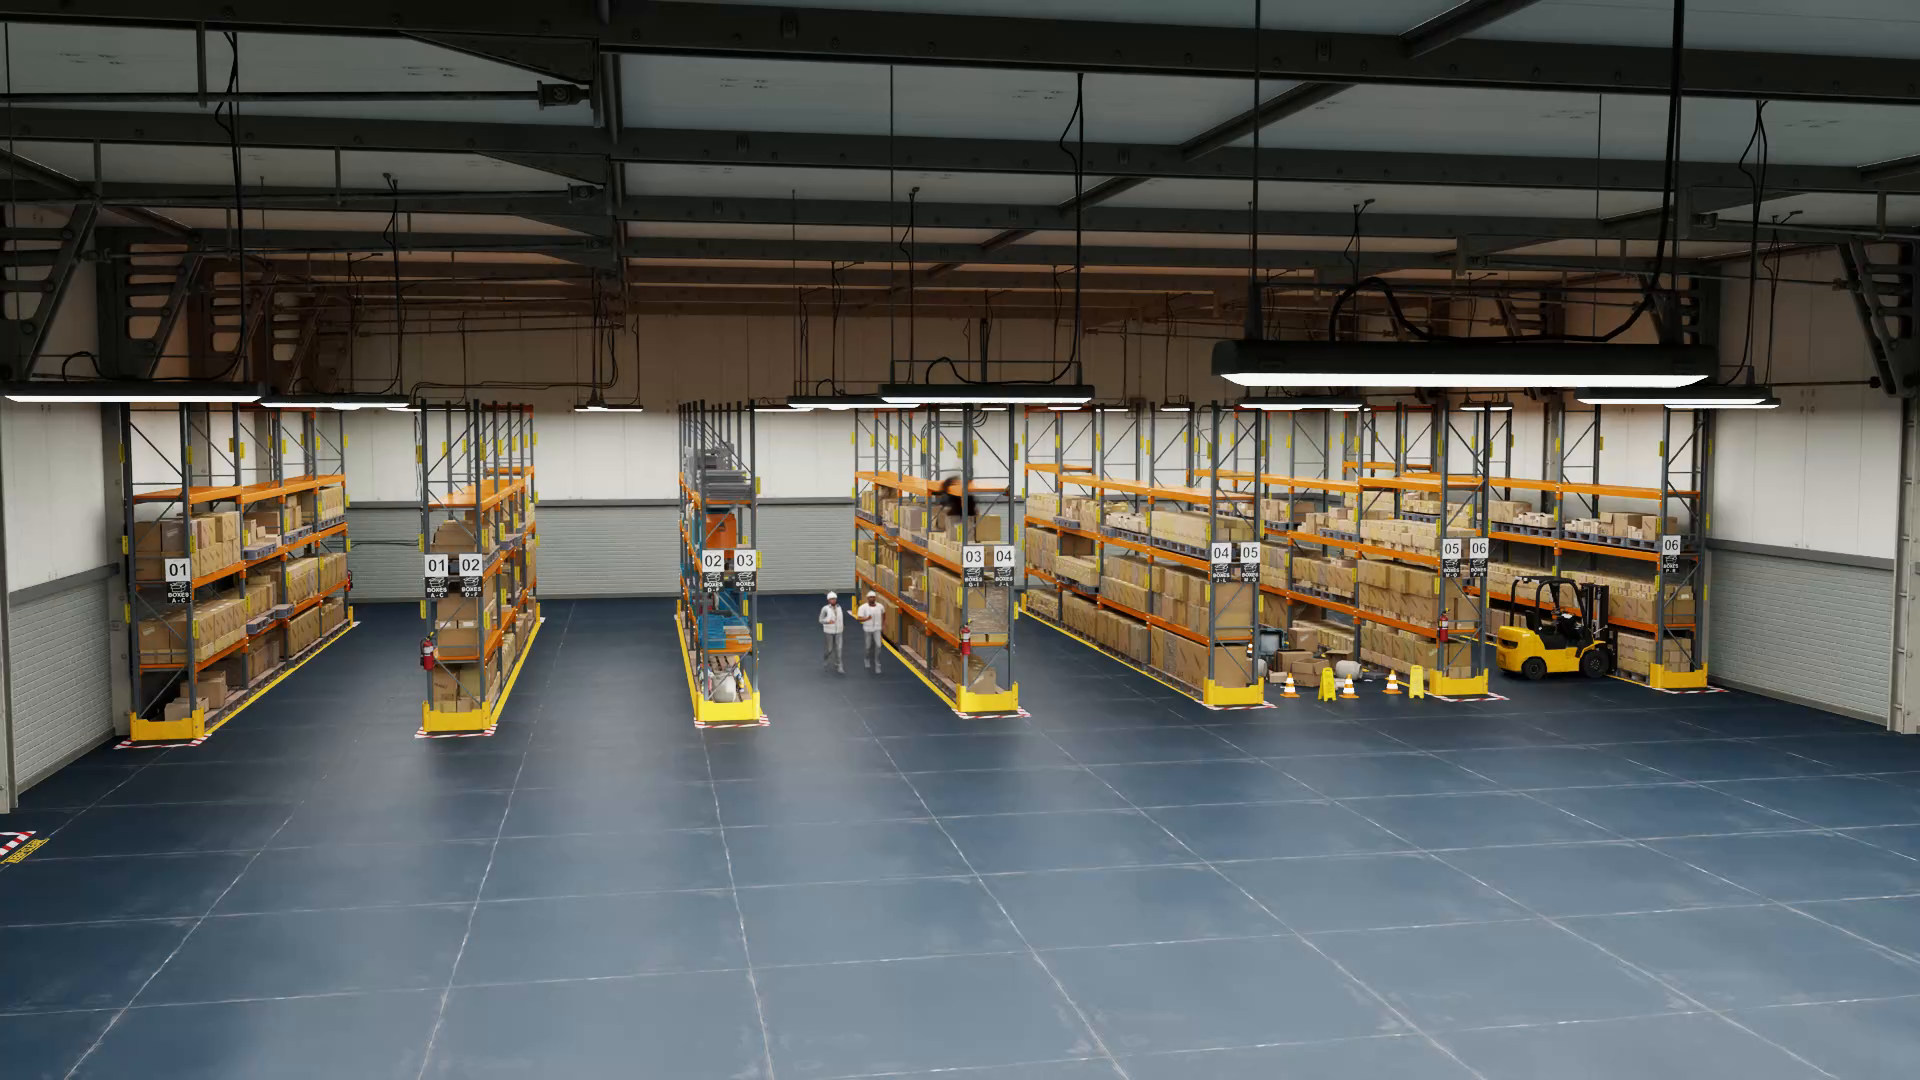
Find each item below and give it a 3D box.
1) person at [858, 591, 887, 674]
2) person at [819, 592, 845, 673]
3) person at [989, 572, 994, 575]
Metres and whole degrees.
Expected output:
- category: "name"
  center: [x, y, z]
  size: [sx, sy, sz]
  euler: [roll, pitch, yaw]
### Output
- category: "person"
  center: [-1.954, 2.040, 37.030]
  size: [0.677, 1.820, 0.807]
  euler: [-1, 4, -11]
- category: "person"
  center: [-2.803, 2.029, 36.780]
  size: [0.663, 1.744, 0.990]
  euler: [-2, 5, -26]
- category: "person"
  center: [0.676, 1.188, 48.964]
  size: [0.828, 1.718, 0.582]
  euler: [3, 5, 30]
